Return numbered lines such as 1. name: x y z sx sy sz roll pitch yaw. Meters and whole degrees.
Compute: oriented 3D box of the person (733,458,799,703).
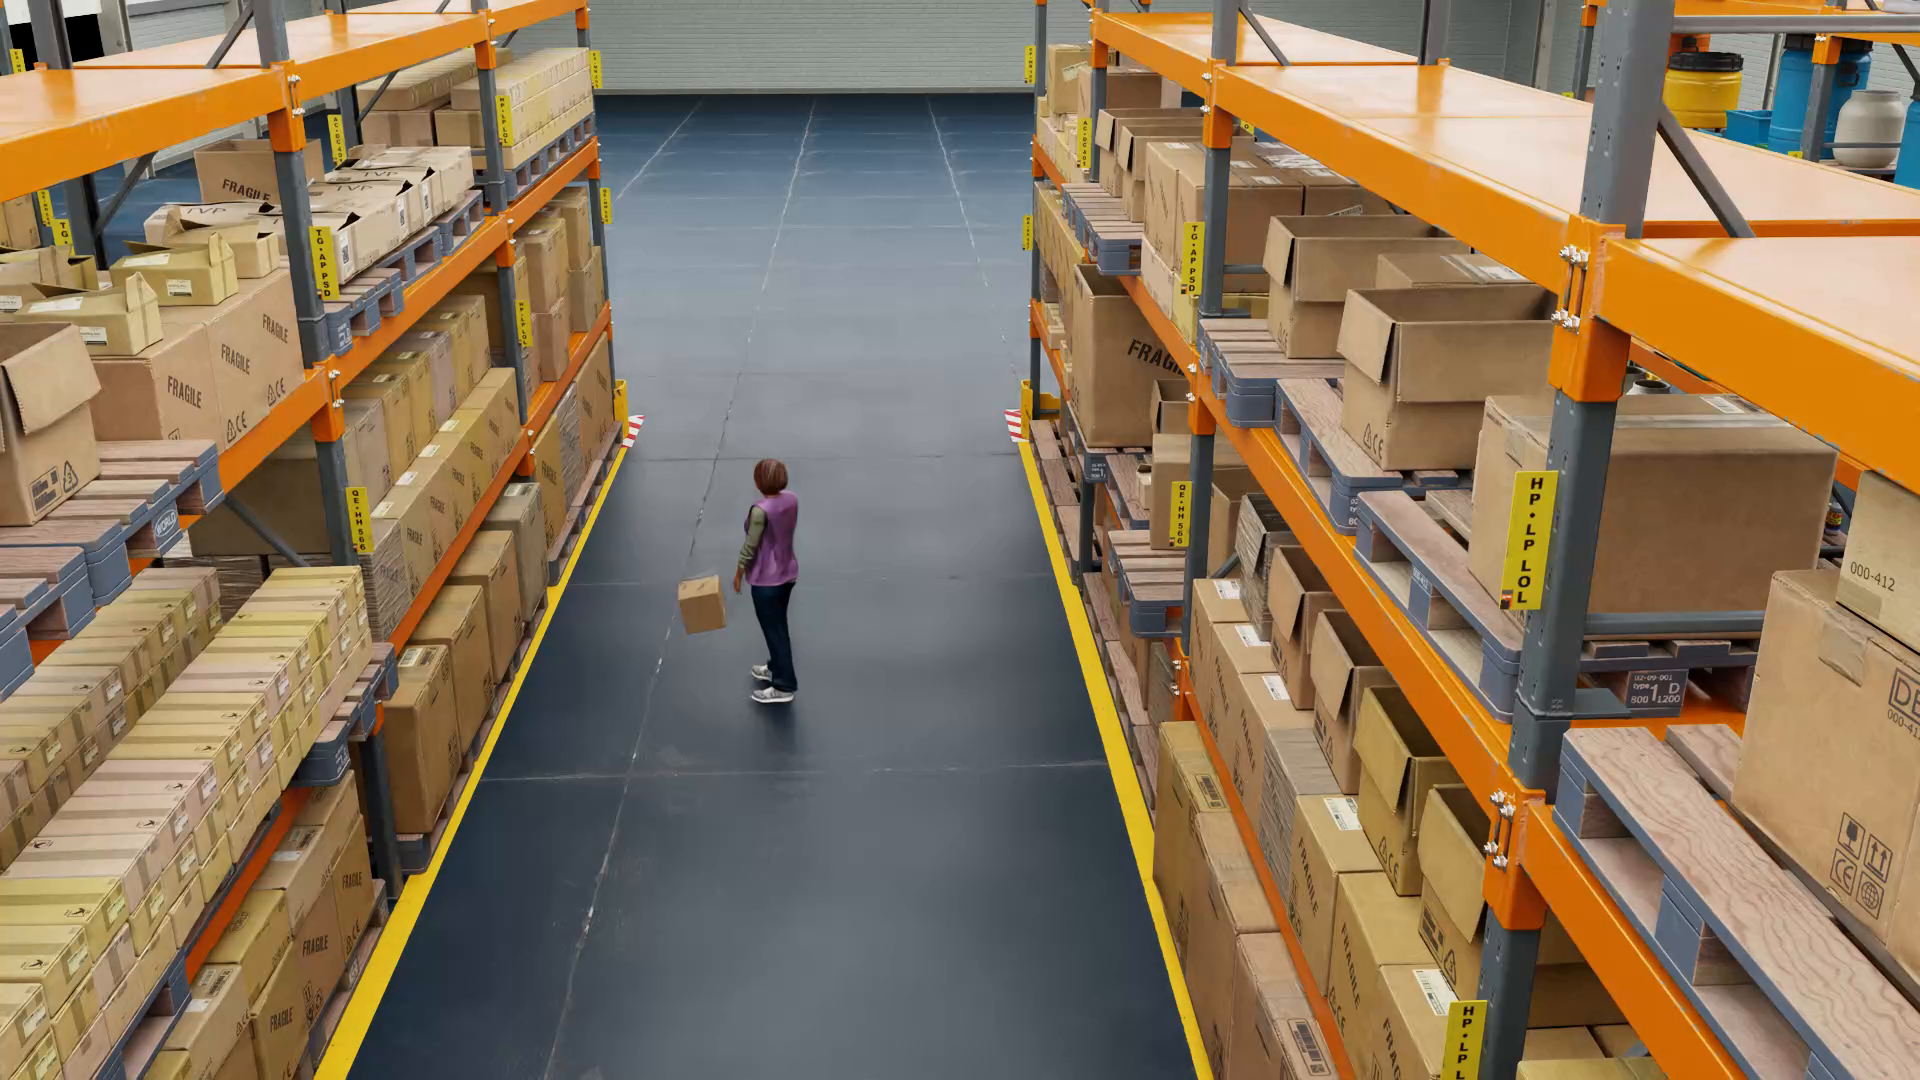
1. person: -1.234 0.229 10.460 0.496 1.597 0.476 12 24 29
